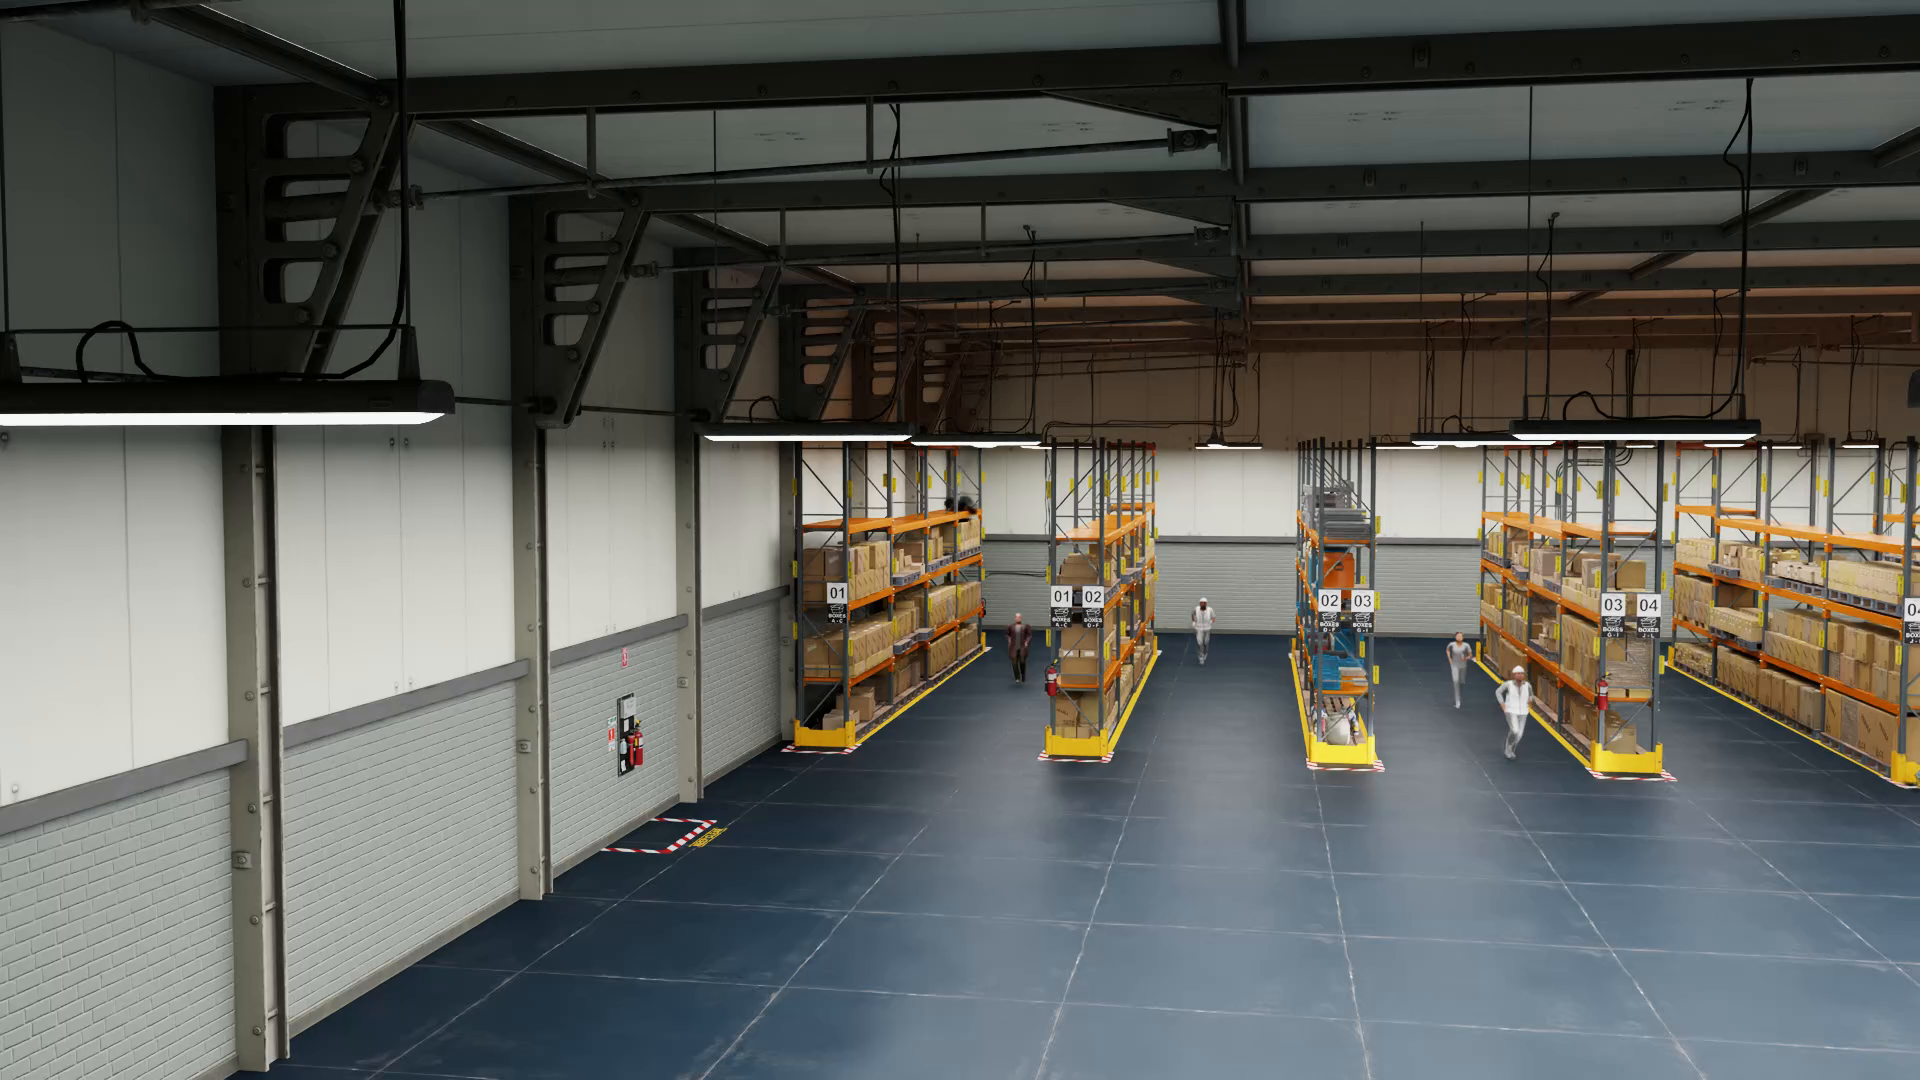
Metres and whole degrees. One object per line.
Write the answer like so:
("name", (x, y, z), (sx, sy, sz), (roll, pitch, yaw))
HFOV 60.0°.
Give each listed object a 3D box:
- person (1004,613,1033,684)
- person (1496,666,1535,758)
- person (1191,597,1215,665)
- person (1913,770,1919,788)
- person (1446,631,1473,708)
("person", (1.427, 2.673, 40.867), (0.703, 1.730, 0.597), (0, 3, 8))
("person", (10.353, 3.204, 30.911), (0.653, 1.726, 0.693), (0, 3, -3))
("person", (6.603, 2.453, 45.104), (0.620, 1.816, 0.935), (0, 3, 1))
("person", (16.172, 3.456, 27.185), (0.710, 1.709, 0.931), (-2, 4, -39))
("person", (11.316, 2.901, 37.665), (0.534, 1.684, 1.111), (0, 3, 7))
